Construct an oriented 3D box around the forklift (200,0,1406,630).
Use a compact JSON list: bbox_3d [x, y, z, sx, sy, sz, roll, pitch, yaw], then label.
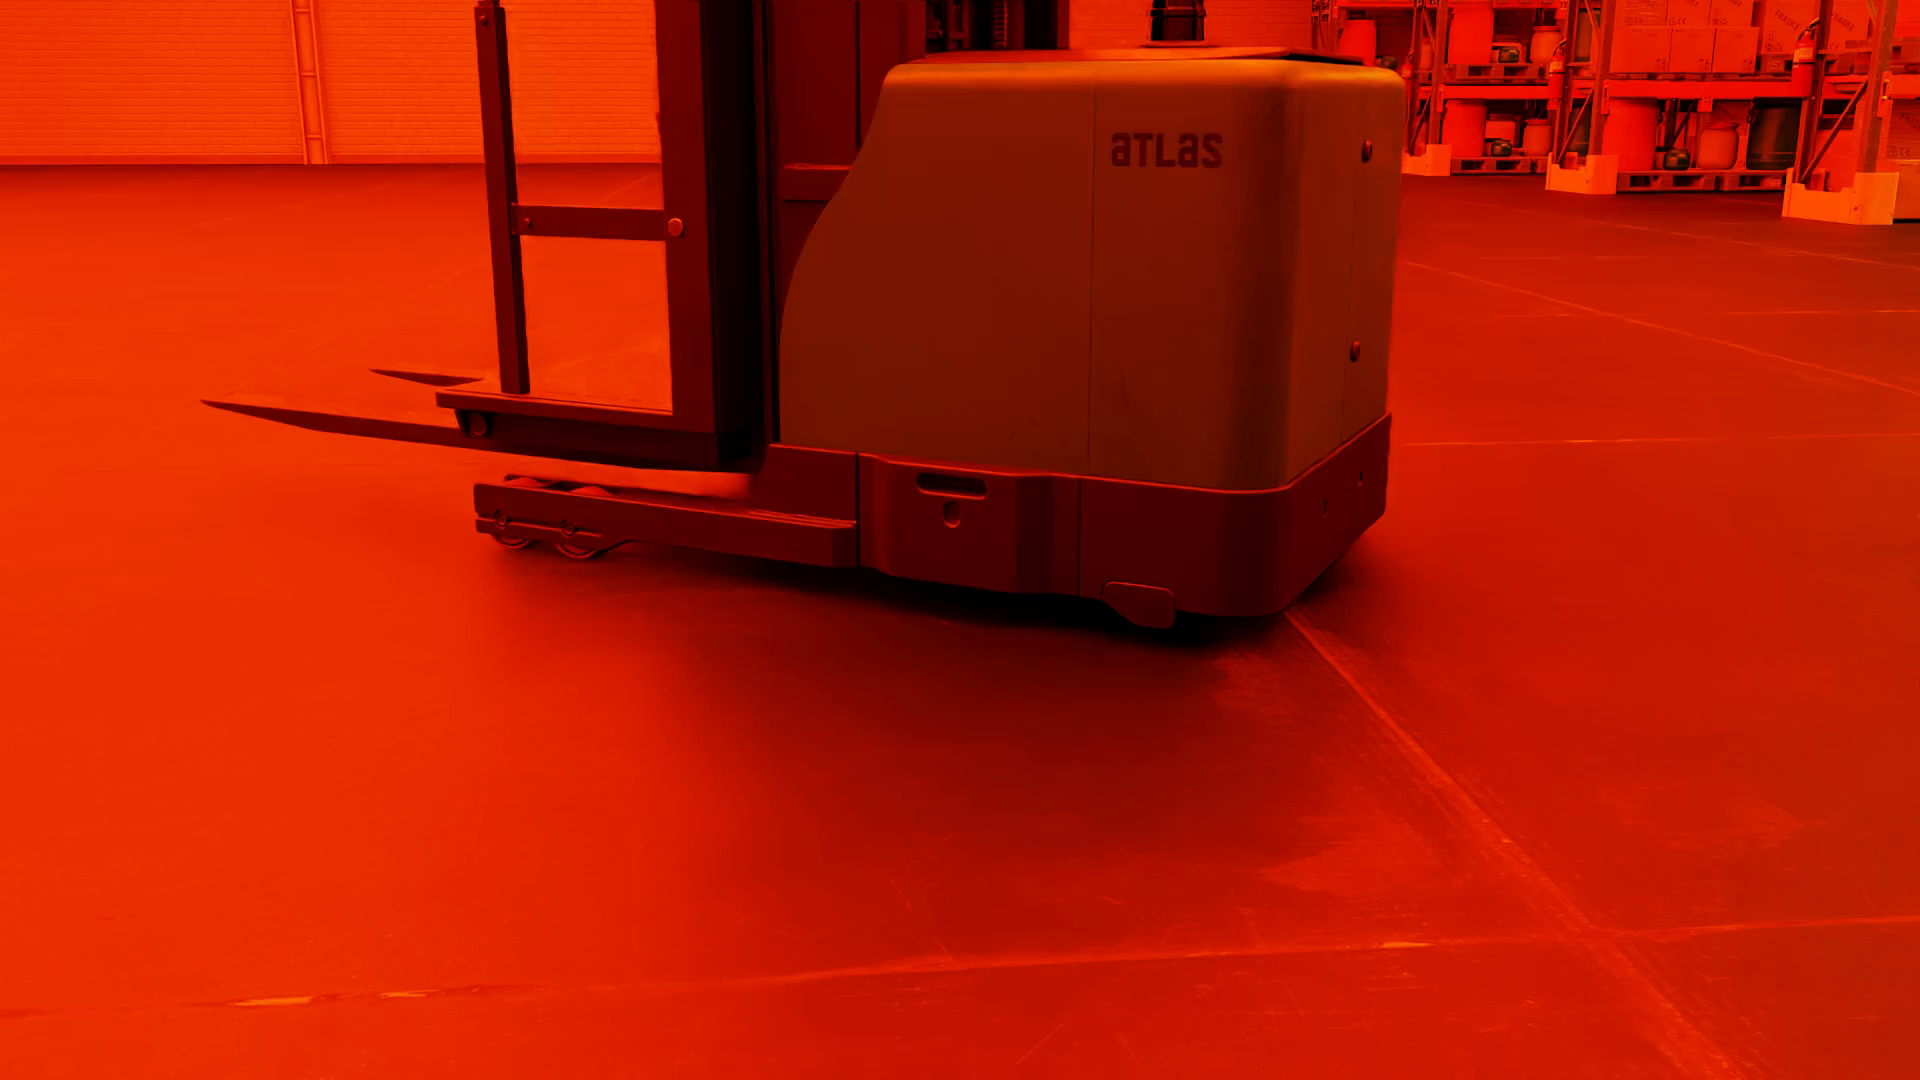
[{"bbox_3d":[-0.553,-1.485,3.818,3.031,2.935,1.130,7,16,25],"label":"forklift"}]
